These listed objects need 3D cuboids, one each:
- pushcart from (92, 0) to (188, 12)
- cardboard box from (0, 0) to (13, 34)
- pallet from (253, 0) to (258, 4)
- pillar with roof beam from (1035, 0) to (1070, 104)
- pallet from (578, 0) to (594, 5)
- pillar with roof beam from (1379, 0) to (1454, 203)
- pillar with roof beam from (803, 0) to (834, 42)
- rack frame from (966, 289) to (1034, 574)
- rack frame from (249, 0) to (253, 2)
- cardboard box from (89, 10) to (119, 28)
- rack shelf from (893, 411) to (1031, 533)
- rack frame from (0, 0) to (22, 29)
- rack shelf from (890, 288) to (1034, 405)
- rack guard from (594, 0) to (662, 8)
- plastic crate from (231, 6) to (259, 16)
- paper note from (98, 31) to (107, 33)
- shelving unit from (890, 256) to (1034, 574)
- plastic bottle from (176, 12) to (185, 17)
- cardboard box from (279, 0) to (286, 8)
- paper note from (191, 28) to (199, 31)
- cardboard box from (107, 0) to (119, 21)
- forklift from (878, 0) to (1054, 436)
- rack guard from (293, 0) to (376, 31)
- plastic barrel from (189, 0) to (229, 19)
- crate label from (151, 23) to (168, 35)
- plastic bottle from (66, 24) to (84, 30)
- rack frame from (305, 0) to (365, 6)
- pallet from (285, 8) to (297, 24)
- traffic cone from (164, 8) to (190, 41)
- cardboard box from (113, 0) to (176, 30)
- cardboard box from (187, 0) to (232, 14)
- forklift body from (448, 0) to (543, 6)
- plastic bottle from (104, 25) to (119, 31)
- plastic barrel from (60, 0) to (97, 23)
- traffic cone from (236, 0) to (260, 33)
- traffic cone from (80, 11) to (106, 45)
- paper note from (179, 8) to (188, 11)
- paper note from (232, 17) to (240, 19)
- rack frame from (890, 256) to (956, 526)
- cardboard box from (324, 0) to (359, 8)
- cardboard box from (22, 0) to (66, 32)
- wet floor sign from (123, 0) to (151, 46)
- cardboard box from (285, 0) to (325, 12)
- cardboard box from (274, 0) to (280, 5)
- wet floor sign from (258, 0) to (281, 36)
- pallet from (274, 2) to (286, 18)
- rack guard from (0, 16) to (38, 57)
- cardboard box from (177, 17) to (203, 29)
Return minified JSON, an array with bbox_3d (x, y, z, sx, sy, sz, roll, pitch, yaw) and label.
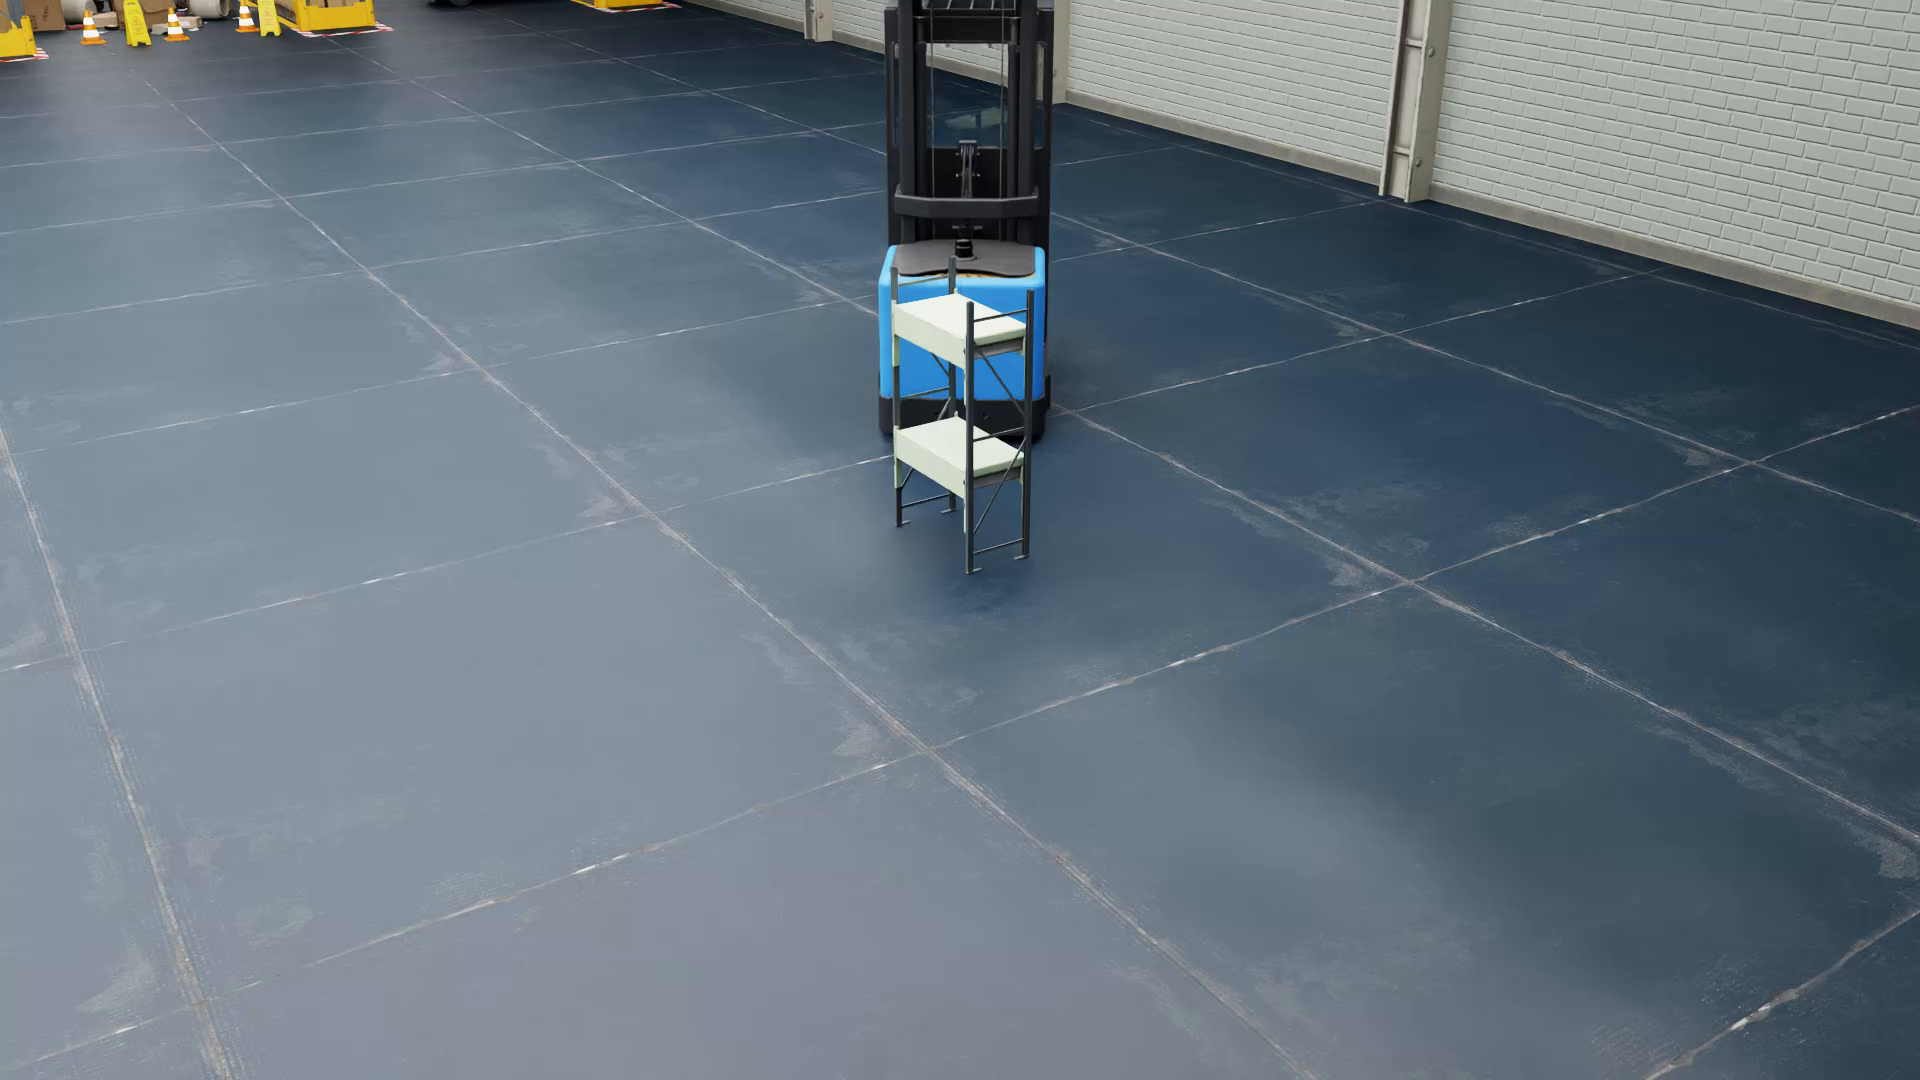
[{"bbox_3d":[-14.033,-9.270,28.445,0.936,0.377,1.648,18,31,33],"label":"pushcart"},{"bbox_3d":[-14.484,-7.841,24.343,0.875,0.875,0.875,-15,29,-29],"label":"cardboard box"},{"bbox_3d":[-11.754,-9.512,29.153,1.003,0.211,1.213,-16,29,-30],"label":"pallet"},{"bbox_3d":[-2.491,-8.609,16.946,9.100,9.000,0.400,-16,29,-30],"label":"pillar with roof beam"},{"bbox_3d":[-6.262,-9.735,29.625,1.003,0.211,1.213,-16,29,-30],"label":"pallet"},{"bbox_3d":[0.784,-6.463,12.400,9.100,9.000,0.400,-16,29,-30],"label":"pillar with roof beam"},{"bbox_3d":[-5.766,-10.755,21.492,9.100,9.000,0.400,-16,29,-30],"label":"pillar with roof beam"},{"bbox_3d":[0.203,-0.545,8.647,0.400,1.500,0.023,-16,29,-30],"label":"rack frame"},{"bbox_3d":[-12.150,-11.005,29.049,1.000,3.000,0.127,-16,29,-30],"label":"rack frame"},{"bbox_3d":[-13.761,-8.394,26.719,0.396,0.266,0.258,-10,27,-21],"label":"cardboard box"},{"bbox_3d":[0.004,-0.381,9.064,0.431,0.370,0.720,-16,29,-30],"label":"rack shelf"},{"bbox_3d":[-14.059,-8.385,23.498,1.000,3.000,0.127,-16,29,-30],"label":"rack frame"},{"bbox_3d":[0.004,-1.029,8.758,0.431,0.370,0.720,-16,29,-30],"label":"rack shelf"},{"bbox_3d":[-5.797,-9.594,28.987,1.175,0.500,0.348,-16,29,-30],"label":"rack guard"},{"bbox_3d":[-11.980,-8.932,28.078,0.583,0.080,0.402,18,31,33],"label":"plastic crate"},{"bbox_3d":[-13.470,-7.983,26.127,0.144,0.017,0.142,-6,26,-12],"label":"paper note"},{"bbox_3d":[0.004,-0.676,8.925,0.431,1.500,0.755,-16,29,-30],"label":"shelving unit"},{"bbox_3d":[-13.017,-8.778,27.773,0.133,0.061,0.283,-10,27,-21],"label":"plastic bottle"},{"bbox_3d":[-10.910,-8.935,27.391,0.500,0.250,0.500,-15,29,-29],"label":"cardboard box"},{"bbox_3d":[-12.150,-8.106,26.386,0.142,0.019,0.148,18,31,33],"label":"paper note"},{"bbox_3d":[-13.564,-8.878,27.308,0.797,0.637,0.503,-16,29,-30],"label":"cardboard box"},{"bbox_3d":[0.070,-2.565,11.251,1.130,2.935,3.031,1,25,2],"label":"forklift"},{"bbox_3d":[-10.008,-8.471,26.609,1.175,0.500,0.348,-16,29,-30],"label":"rack guard"},{"bbox_3d":[-12.363,-8.795,27.386,0.512,0.421,0.421,3,25,6],"label":"plastic barrel"},{"bbox_3d":[-12.508,-8.020,26.078,0.298,0.136,0.250,12,28,24],"label":"crate label"},{"bbox_3d":[-14.067,-8.174,26.494,0.133,0.061,0.283,18,31,33],"label":"plastic bottle"},{"bbox_3d":[-9.967,-9.575,26.018,1.000,3.000,0.127,-16,29,-30],"label":"rack frame"},{"bbox_3d":[-10.422,-8.640,27.304,1.003,0.211,1.213,-16,29,-30],"label":"pallet"},{"bbox_3d":[-12.027,-7.900,25.443,0.336,0.463,0.334,-16,29,-30],"label":"traffic cone"},{"bbox_3d":[-13.047,-8.484,26.632,0.637,0.503,0.797,7,26,15],"label":"cardboard box"},{"bbox_3d":[-12.705,-9.176,28.098,0.500,0.500,0.500,3,25,6],"label":"cardboard box"},{"bbox_3d":[-8.374,-10.602,29.189,2.313,2.155,1.214,-16,29,-30],"label":"forklift body"},{"bbox_3d":[-13.500,-8.146,26.434,0.283,0.061,0.133,18,31,33],"label":"plastic bottle"},{"bbox_3d":[-14.338,-8.602,26.976,0.512,0.421,0.421,3,25,6],"label":"plastic barrel"},{"bbox_3d":[-11.282,-8.281,26.249,0.336,0.463,0.334,-16,29,-30],"label":"traffic cone"},{"bbox_3d":[-13.159,-7.759,25.143,0.336,0.463,0.334,-16,29,-30],"label":"traffic cone"},{"bbox_3d":[-13.290,-9.075,28.439,0.148,0.019,0.142,-16,29,-30],"label":"paper note"},{"bbox_3d":[-11.960,-8.651,27.539,0.148,0.019,0.142,18,31,33],"label":"paper note"},{"bbox_3d":[-0.196,-0.807,9.202,0.400,1.500,0.023,-16,29,-30],"label":"rack frame"},{"bbox_3d":[-10.175,-8.874,27.263,0.500,0.250,0.500,-16,30,-30],"label":"cardboard box"},{"bbox_3d":[-14.535,-8.370,26.392,0.500,0.500,0.500,-10,27,-21],"label":"cardboard box"},{"bbox_3d":[-12.384,-7.771,24.956,0.267,0.644,0.232,-22,33,-38],"label":"wet floor sign"},{"bbox_3d":[-10.646,-8.756,27.013,0.500,0.250,0.500,-16,29,-30],"label":"cardboard box"},{"bbox_3d":[-11.200,-9.120,27.785,0.500,0.250,0.500,-17,30,-31],"label":"cardboard box"},{"bbox_3d":[-10.759,-8.193,25.849,0.267,0.644,0.232,-6,26,-12],"label":"wet floor sign"},{"bbox_3d":[-11.084,-9.075,28.227,1.003,0.211,1.213,-16,29,-30],"label":"pallet"},{"bbox_3d":[-14.046,-7.246,24.013,1.175,0.500,0.348,-16,29,-30],"label":"rack guard"},{"bbox_3d":[-12.374,-8.283,26.622,0.380,0.149,0.250,-1,25,-3],"label":"cardboard box"}]
